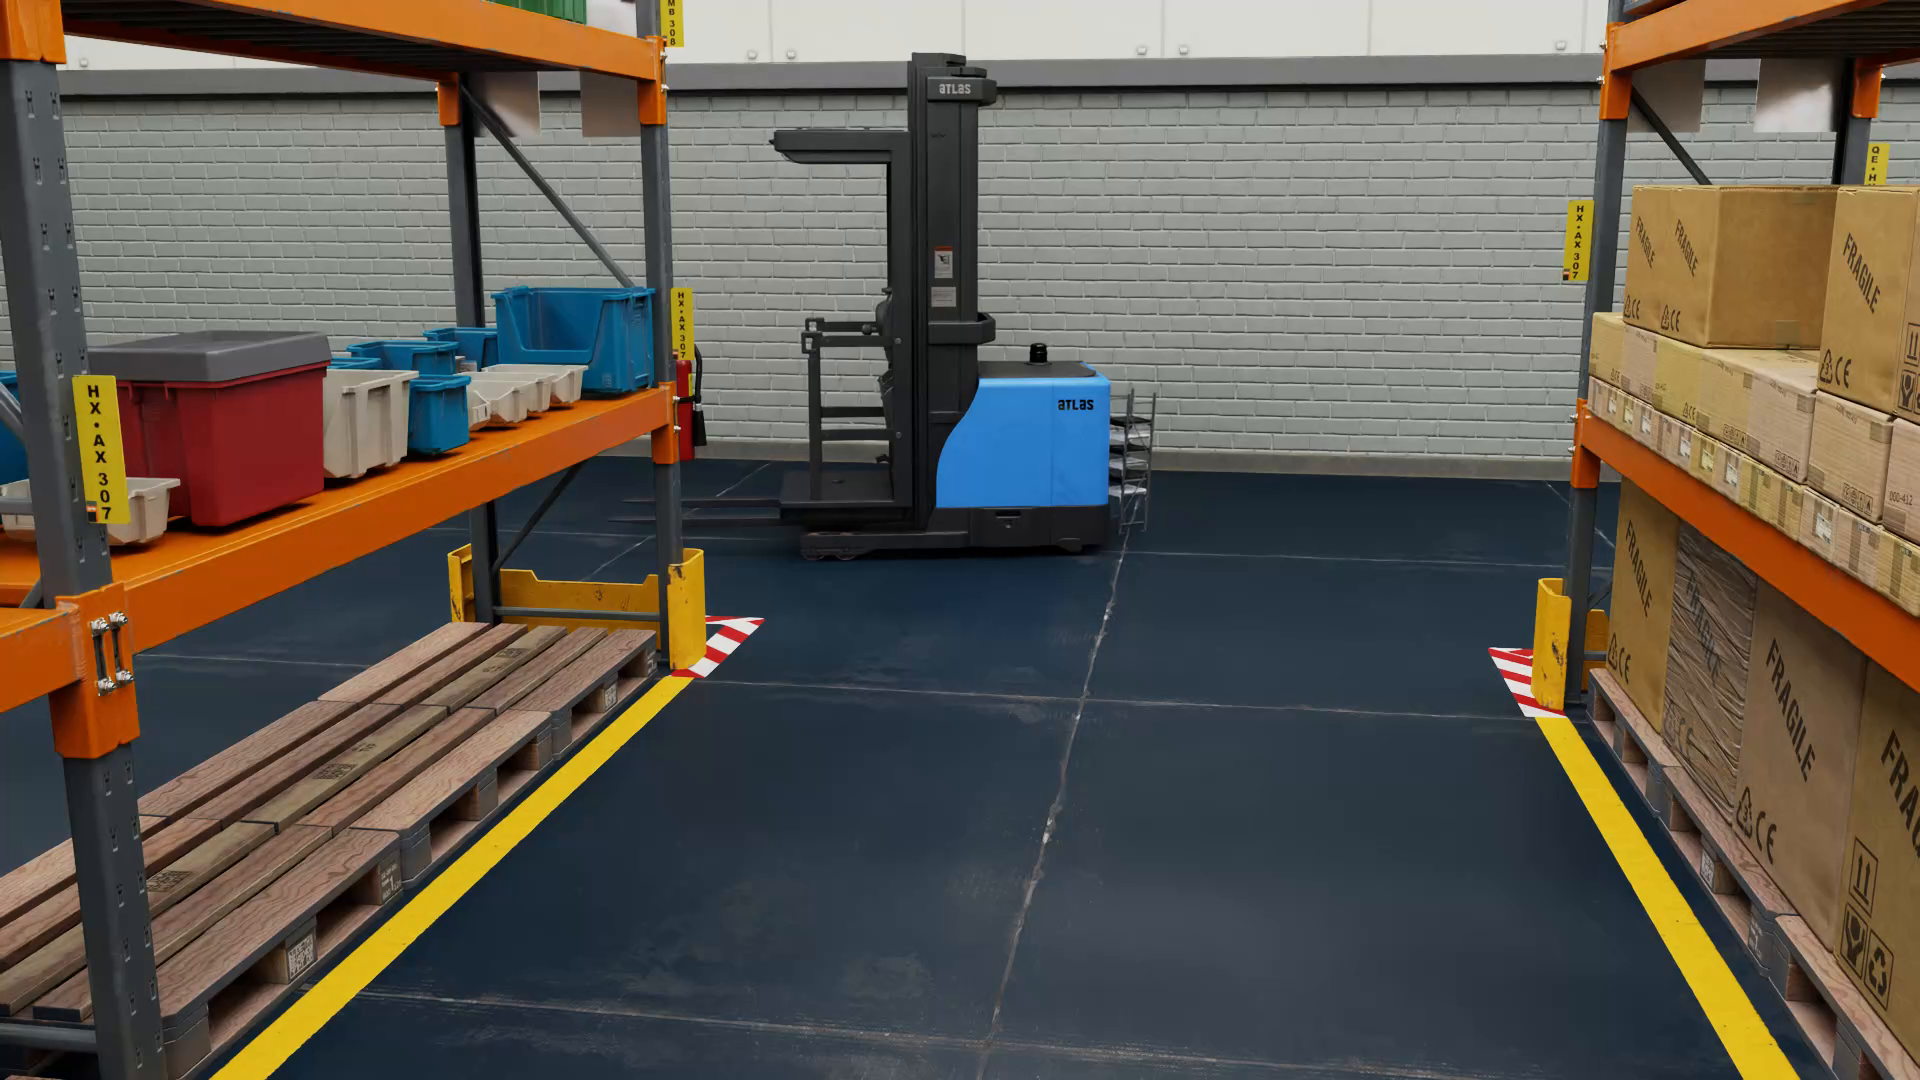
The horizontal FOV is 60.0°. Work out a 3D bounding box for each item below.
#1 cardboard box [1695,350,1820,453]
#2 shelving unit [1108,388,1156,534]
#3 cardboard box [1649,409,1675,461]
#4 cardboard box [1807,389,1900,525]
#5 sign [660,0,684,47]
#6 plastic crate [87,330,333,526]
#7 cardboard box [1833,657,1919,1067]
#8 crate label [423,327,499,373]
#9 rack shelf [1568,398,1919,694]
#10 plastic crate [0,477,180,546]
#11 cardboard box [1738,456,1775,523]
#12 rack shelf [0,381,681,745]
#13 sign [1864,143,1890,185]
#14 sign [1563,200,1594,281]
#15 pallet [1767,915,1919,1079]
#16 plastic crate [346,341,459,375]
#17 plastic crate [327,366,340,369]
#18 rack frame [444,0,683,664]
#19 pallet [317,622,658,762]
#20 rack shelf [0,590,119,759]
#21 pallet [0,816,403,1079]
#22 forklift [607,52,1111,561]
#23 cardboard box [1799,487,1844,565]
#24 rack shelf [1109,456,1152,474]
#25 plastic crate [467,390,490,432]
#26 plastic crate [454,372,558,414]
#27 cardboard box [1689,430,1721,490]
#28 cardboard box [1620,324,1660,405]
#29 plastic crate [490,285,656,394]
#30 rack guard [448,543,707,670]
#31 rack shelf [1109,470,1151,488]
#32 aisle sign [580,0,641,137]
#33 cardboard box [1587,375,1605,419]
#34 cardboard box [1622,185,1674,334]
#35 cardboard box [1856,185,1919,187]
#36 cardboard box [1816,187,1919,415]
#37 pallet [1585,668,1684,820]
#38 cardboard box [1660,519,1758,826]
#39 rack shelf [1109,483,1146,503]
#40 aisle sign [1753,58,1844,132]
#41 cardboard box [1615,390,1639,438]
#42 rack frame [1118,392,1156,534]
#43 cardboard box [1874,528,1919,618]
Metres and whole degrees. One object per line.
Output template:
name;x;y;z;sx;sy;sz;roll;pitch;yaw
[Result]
cardboard box;2.524;-0.410;4.927;0.500;0.250;0.500;2;12;8
shelving unit;1.070;-0.509;10.685;0.258;0.900;0.210;-7;16;-36
cardboard box;2.557;-0.351;5.599;0.380;0.149;0.250;2;12;8
cardboard box;2.364;-0.199;3.946;0.500;0.250;0.500;2;12;10
sign;-1.254;-2.312;7.231;0.100;0.325;0.005;2;12;9
plastic crate;-2.030;-0.317;4.551;0.402;0.464;0.583;2;12;9
cardboard box;2.659;0.780;3.800;0.875;0.875;0.875;2;12;9
crate label;-2.164;-0.818;7.426;0.416;0.233;0.303;2;12;9
rack shelf;2.786;0.017;5.003;1.077;0.370;4.000;2;12;9
plastic crate;-2.203;-0.072;4.189;0.396;0.136;0.243;2;12;9
cardboard box;2.399;-0.137;4.607;0.380;0.149;0.250;2;12;8
rack shelf;-2.108;-0.144;5.747;1.077;0.370;4.000;2;12;9
sign;3.628;-1.412;6.617;0.100;0.325;0.005;2;12;9
sign;2.546;-1.232;6.848;0.100;0.325;0.005;2;12;9
pallet;2.673;1.289;4.012;1.003;0.211;1.213;2;12;9
plastic crate;-2.265;-0.681;6.790;0.416;0.233;0.300;2;12;9
plastic crate;-2.412;-0.482;5.864;0.416;0.233;0.300;2;12;9
rack frame;-1.800;-0.912;7.603;1.000;3.000;0.127;2;12;9
pallet;-1.965;0.622;7.106;1.003;0.211;1.213;2;12;9
rack shelf;-2.723;0.689;1.884;1.077;0.370;4.000;2;12;9
pallet;-2.341;1.130;4.750;1.003;0.211;1.213;2;12;9
forklift;-0.629;-1.424;10.143;3.031;2.935;1.130;-1;12;-4
cardboard box;2.320;-0.030;4.110;0.380;0.149;0.250;2;12;10
rack shelf;1.068;-0.477;10.692;0.258;0.077;0.200;-7;16;-36
plastic crate;-1.852;-0.456;5.971;0.298;0.136;0.250;2;12;9
plastic crate;-1.806;-0.577;6.532;0.396;0.136;0.243;2;12;9
cardboard box;2.478;-0.245;5.106;0.380;0.149;0.250;2;12;7
cardboard box;2.680;-0.624;5.917;0.500;0.250;0.500;2;12;8
plastic crate;-1.667;-0.882;7.242;0.616;0.435;0.499;2;12;9
rack guard;-1.809;0.305;7.892;1.175;0.500;0.348;2;12;9
rack shelf;1.064;-0.389;10.712;0.258;0.077;0.200;-7;16;-36
aisle sign;-1.500;-2.188;7.355;0.394;0.787;0.004;2;12;9
cardboard box;2.713;-0.565;6.592;0.380;0.149;0.250;2;12;9
cardboard box;2.676;-0.995;5.858;0.500;0.500;0.500;2;12;7
cardboard box;3.279;-1.080;6.254;0.500;0.500;0.500;2;12;9
cardboard box;2.366;-0.566;3.868;0.500;0.500;0.500;2;12;9
pallet;3.048;0.781;6.368;1.003;0.211;1.213;2;12;9
cardboard box;2.934;0.407;5.529;0.875;0.875;0.875;2;12;9
rack shelf;1.060;-0.301;10.732;0.258;0.077;0.200;-7;16;-36
aisle sign;3.401;-2.027;6.609;0.394;0.787;0.004;2;12;9
cardboard box;2.636;-0.458;6.096;0.380;0.149;0.250;2;12;7
rack frame;1.131;-0.489;10.606;0.240;0.900;0.006;-7;16;-36
cardboard box;2.241;0.077;3.614;0.380;0.149;0.250;2;12;10
